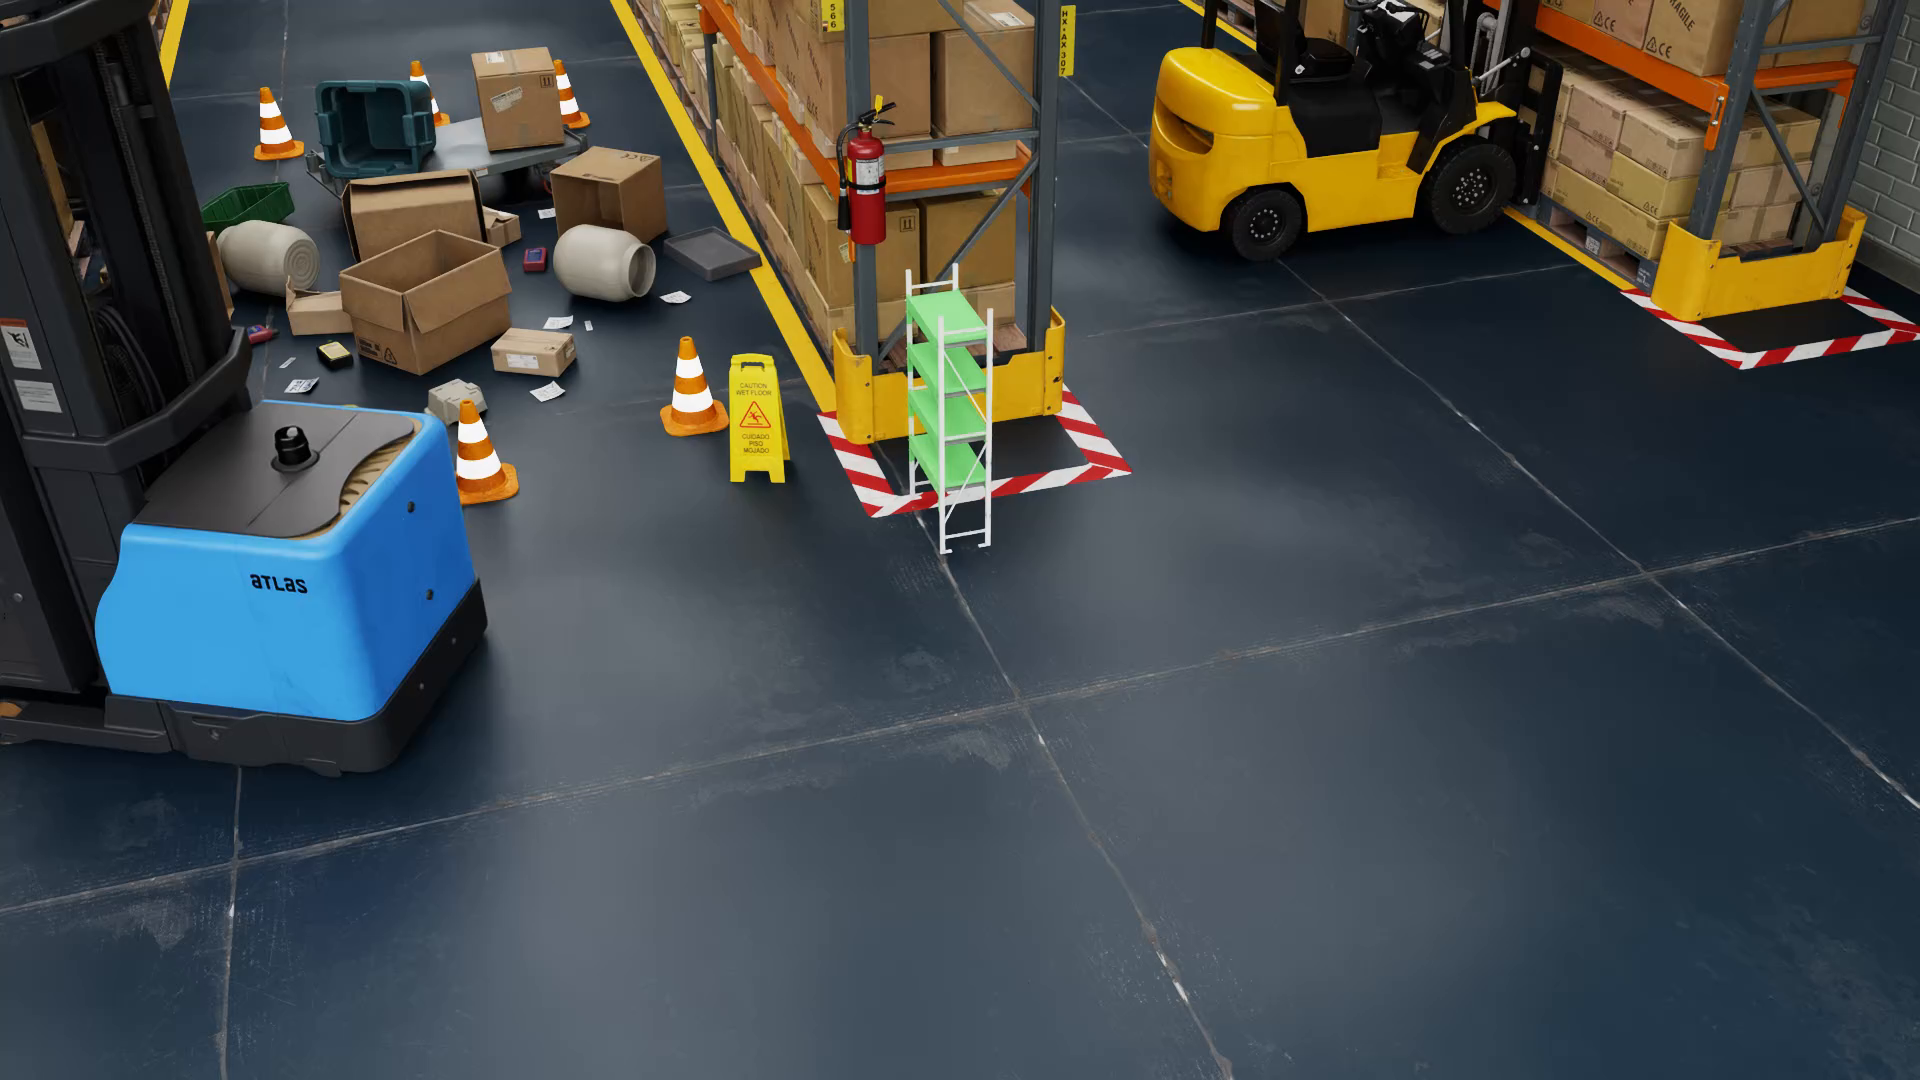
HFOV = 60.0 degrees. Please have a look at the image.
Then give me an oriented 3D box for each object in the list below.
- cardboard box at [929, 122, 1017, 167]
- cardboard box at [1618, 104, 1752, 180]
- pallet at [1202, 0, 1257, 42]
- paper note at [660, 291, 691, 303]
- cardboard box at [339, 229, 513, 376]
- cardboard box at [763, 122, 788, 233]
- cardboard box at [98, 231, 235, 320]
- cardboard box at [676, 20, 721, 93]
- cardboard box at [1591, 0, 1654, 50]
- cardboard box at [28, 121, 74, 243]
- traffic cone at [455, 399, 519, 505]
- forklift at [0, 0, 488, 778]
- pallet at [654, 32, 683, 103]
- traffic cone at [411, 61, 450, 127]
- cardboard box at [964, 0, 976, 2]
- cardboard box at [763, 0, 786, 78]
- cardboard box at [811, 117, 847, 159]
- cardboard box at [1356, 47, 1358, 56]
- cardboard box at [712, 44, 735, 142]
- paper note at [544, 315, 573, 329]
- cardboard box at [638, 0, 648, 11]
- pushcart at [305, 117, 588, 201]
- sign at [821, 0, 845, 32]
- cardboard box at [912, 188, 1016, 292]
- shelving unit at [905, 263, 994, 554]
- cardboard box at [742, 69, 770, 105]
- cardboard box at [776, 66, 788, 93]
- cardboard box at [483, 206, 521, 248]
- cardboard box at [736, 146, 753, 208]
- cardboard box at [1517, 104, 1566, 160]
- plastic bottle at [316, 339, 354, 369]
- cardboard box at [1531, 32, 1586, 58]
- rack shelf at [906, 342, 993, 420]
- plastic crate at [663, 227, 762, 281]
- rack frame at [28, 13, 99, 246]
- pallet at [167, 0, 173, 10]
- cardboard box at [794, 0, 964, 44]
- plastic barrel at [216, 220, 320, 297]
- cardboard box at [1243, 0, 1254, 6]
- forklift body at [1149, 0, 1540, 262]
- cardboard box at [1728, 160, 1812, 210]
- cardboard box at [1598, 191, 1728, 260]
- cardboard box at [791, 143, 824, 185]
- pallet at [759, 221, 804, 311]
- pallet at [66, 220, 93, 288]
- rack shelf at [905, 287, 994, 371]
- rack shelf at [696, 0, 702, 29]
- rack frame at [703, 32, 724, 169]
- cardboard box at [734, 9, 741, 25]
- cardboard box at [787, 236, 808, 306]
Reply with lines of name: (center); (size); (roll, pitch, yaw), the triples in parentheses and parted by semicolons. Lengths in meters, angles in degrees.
cardboard box: (0.064, -1.986, 8.263); (0.380, 0.149, 0.250); (-10, 35, -15)
cardboard box: (4.259, -2.349, 9.790); (0.500, 0.250, 0.500); (-9, 34, -13)
pallet: (2.839, -4.673, 14.630); (1.003, 0.211, 1.213); (-10, 35, -15)
paper note: (-1.693, -1.451, 9.918); (0.142, 0.019, 0.148); (-23, 40, -31)
cardboard box: (-2.976, -1.333, 9.310); (0.637, 0.503, 0.797); (19, 38, 26)
cardboard box: (-0.832, -2.135, 9.693); (0.500, 0.500, 0.500); (-11, 35, -16)
cardboard box: (-4.482, -1.408, 9.425); (0.500, 0.500, 0.500); (-4, 34, -6)
cardboard box: (-1.635, -3.708, 12.644); (0.950, 0.372, 0.625); (-8, 34, -12)
cardboard box: (4.147, -3.244, 9.848); (0.500, 0.500, 0.500); (-9, 34, -13)
cardboard box: (-5.808, -2.039, 9.661); (0.875, 0.875, 0.875); (-9, 35, -14)
traffic cone: (-2.343, -0.463, 8.031); (0.336, 0.463, 0.334); (-10, 35, -15)
forklift: (-3.573, -0.701, 6.153); (3.031, 2.935, 1.130); (5, 34, 8)
pallet: (-1.864, -3.865, 13.407); (1.003, 0.211, 1.213); (-10, 35, -15)
traffic cone: (-4.002, -3.319, 12.353); (0.336, 0.463, 0.334); (-10, 35, -15)
cardboard box: (-0.071, -2.610, 8.619); (0.500, 0.500, 0.500); (-9, 35, -13)
cardboard box: (-0.755, -2.809, 8.920); (0.500, 0.500, 0.500); (-10, 35, -15)
cardboard box: (-0.530, -2.048, 8.356); (0.380, 0.149, 0.250); (-10, 35, -15)
cardboard box: (3.309, -3.533, 12.489); (0.500, 0.250, 0.500); (-10, 35, -14)
cardboard box: (-1.327, -2.964, 10.947); (0.500, 0.500, 0.500); (-8, 34, -12)
paper note: (-2.330, -1.267, 9.650); (0.148, 0.019, 0.142); (1, 33, 2)
cardboard box: (-2.307, -4.858, 14.384); (0.950, 0.372, 0.625); (-12, 35, -18)
pushcart: (-3.406, -2.474, 11.152); (1.648, 0.377, 0.936); (-23, 40, -31)
sign: (-0.564, -2.410, 7.339); (0.100, 0.325, 0.005); (-10, 35, -15)
cardboard box: (-0.020, -1.701, 9.036); (0.500, 0.500, 0.500); (-11, 35, -16)
shelving unit: (-0.050, -0.587, 7.551); (0.258, 1.200, 0.503); (-10, 35, -15)
cardboard box: (-1.102, -2.748, 10.032); (0.380, 0.149, 0.250); (-8, 34, -12)
cardboard box: (-0.804, -2.593, 9.181); (0.380, 0.149, 0.250); (-10, 35, -15)
cardboard box: (-3.045, -2.048, 10.609); (0.396, 0.266, 0.258); (19, 38, 26)
cardboard box: (-1.153, -2.372, 10.732); (0.500, 0.250, 0.500); (-8, 34, -12)
cardboard box: (3.930, -2.687, 10.755); (0.500, 0.250, 0.500); (-11, 35, -16)
plastic bottle: (-3.500, -1.042, 9.272); (0.133, 0.061, 0.283); (-23, 40, -31)
cardboard box: (3.787, -3.147, 10.997); (0.500, 0.250, 0.500); (-11, 35, -16)
rack shelf: (-0.050, -0.734, 7.454); (0.258, 0.148, 0.480); (-10, 35, -15)
plastic crate: (-1.552, -1.797, 10.398); (0.402, 0.080, 0.583); (-23, 40, -31)
rack frame: (-5.933, -3.092, 9.709); (1.000, 3.000, 0.127); (-10, 35, -15)
pallet: (-7.759, -5.079, 15.245); (1.003, 0.211, 1.213); (-10, 35, -15)
cardboard box: (-0.393, -2.692, 7.836); (0.700, 0.500, 0.500); (-11, 35, -16)
plastic barrel: (-4.126, -1.680, 9.908); (0.512, 0.421, 0.421); (13, 36, 18)
cardboard box: (2.846, -5.074, 14.481); (0.875, 0.625, 0.625); (-11, 35, -17)
forklift body: (2.381, -3.049, 10.413); (2.313, 2.155, 1.214); (-10, 35, -15)
cardboard box: (4.751, -2.233, 10.068); (0.500, 0.250, 0.500); (-9, 35, -14)
cardboard box: (4.252, -1.936, 10.072); (0.500, 0.250, 0.500); (-10, 35, -14)
cardboard box: (-0.698, -2.047, 8.972); (0.380, 0.149, 0.250); (-9, 35, -13)
pallet: (-0.635, -1.826, 10.322); (1.003, 0.211, 1.213); (-10, 35, -15)
pallet: (-5.776, -1.517, 9.854); (1.003, 0.211, 1.213); (-10, 35, -15)
rack shelf: (-0.050, -0.935, 7.321); (0.258, 0.148, 0.480); (-10, 35, -15)
rack shelf: (-1.860, -4.728, 12.836); (1.077, 0.370, 4.000); (-10, 35, -15)
rack frame: (-1.250, -3.978, 11.049); (1.000, 3.000, 0.127); (-10, 35, -15)
cardboard box: (-1.180, -3.260, 10.190); (0.380, 0.149, 0.250); (-9, 35, -13)
cardboard box: (-0.683, -1.558, 9.500); (0.500, 0.250, 0.500); (-10, 35, -15)
